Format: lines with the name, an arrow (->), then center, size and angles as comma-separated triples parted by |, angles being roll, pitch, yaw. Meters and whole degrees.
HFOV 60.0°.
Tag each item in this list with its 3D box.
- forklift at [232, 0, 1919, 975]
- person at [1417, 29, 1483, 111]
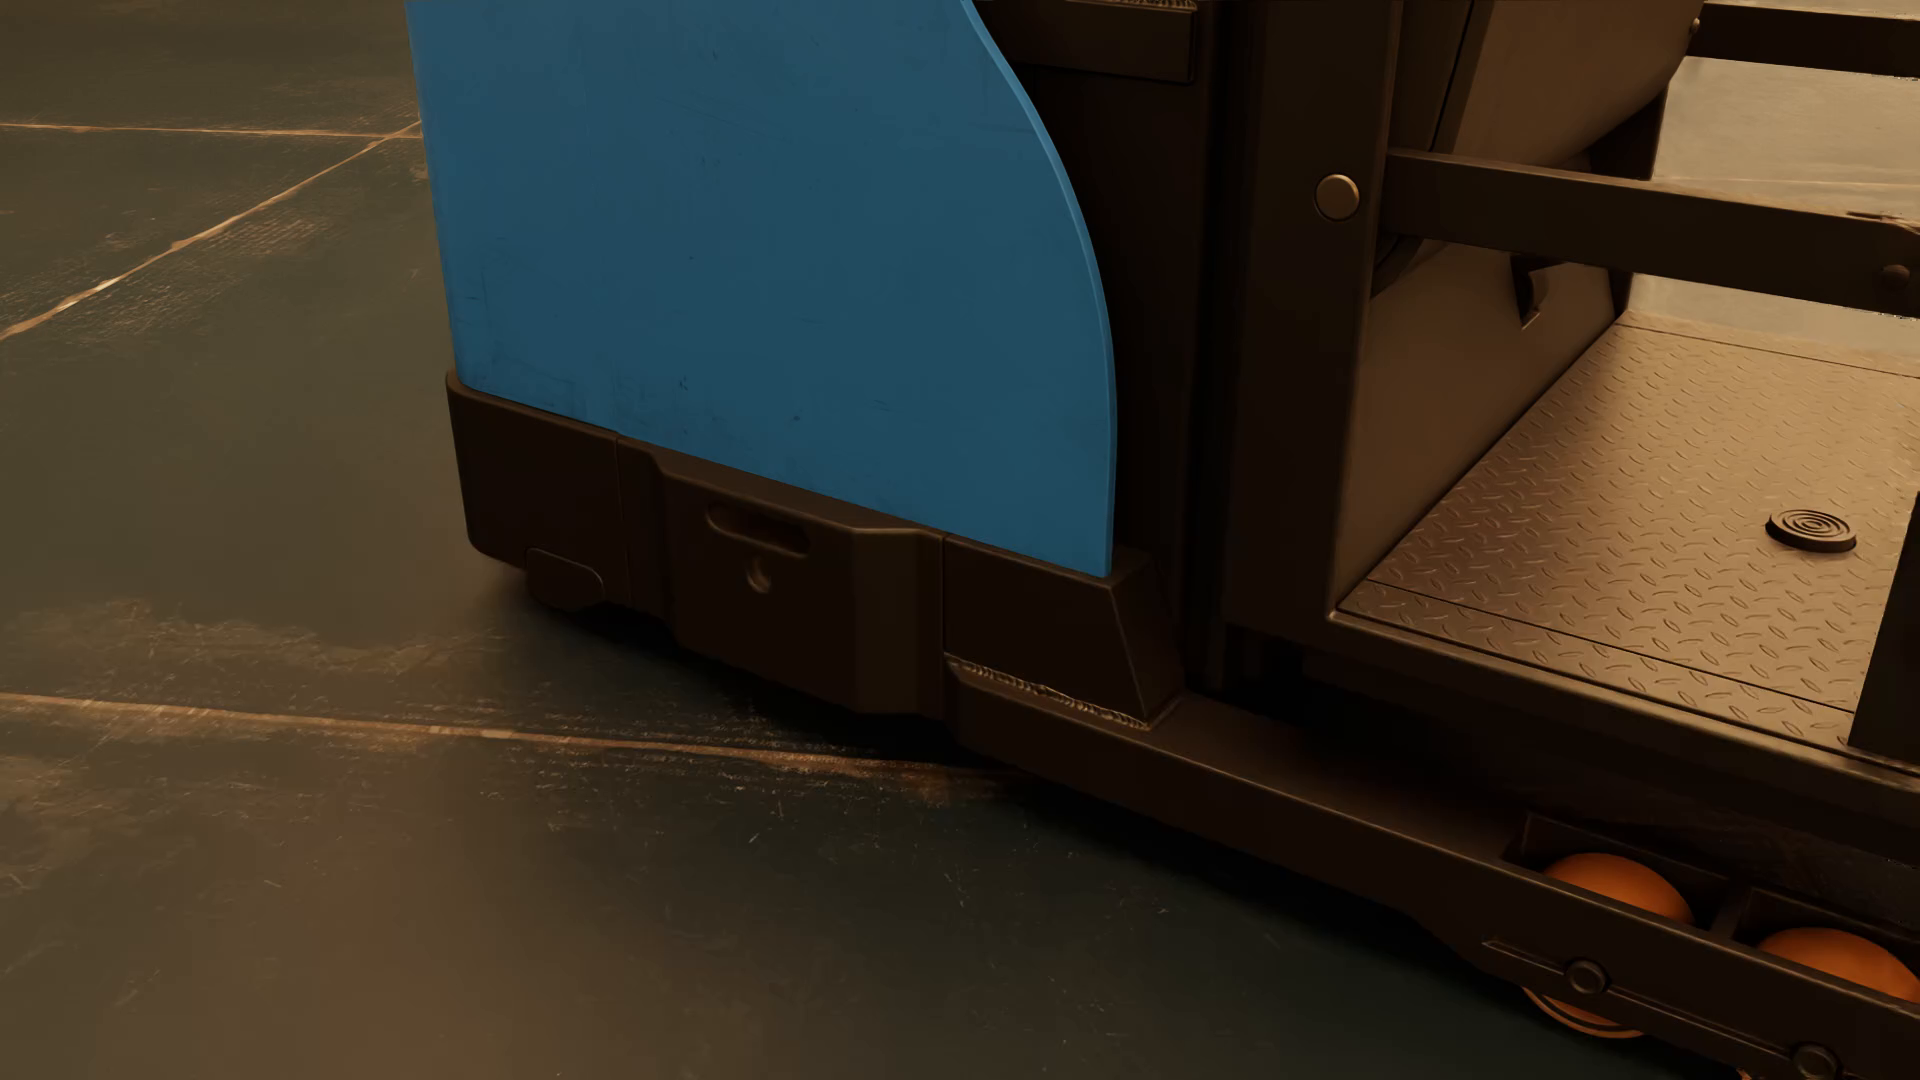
forklift -> 0.520, -1.155, 1.533 | 3.031, 2.935, 1.130 | 17, 31, 30
person -> 1.295, -2.138, 4.843 | 0.628, 1.733, 0.534 | 12, 29, 22
